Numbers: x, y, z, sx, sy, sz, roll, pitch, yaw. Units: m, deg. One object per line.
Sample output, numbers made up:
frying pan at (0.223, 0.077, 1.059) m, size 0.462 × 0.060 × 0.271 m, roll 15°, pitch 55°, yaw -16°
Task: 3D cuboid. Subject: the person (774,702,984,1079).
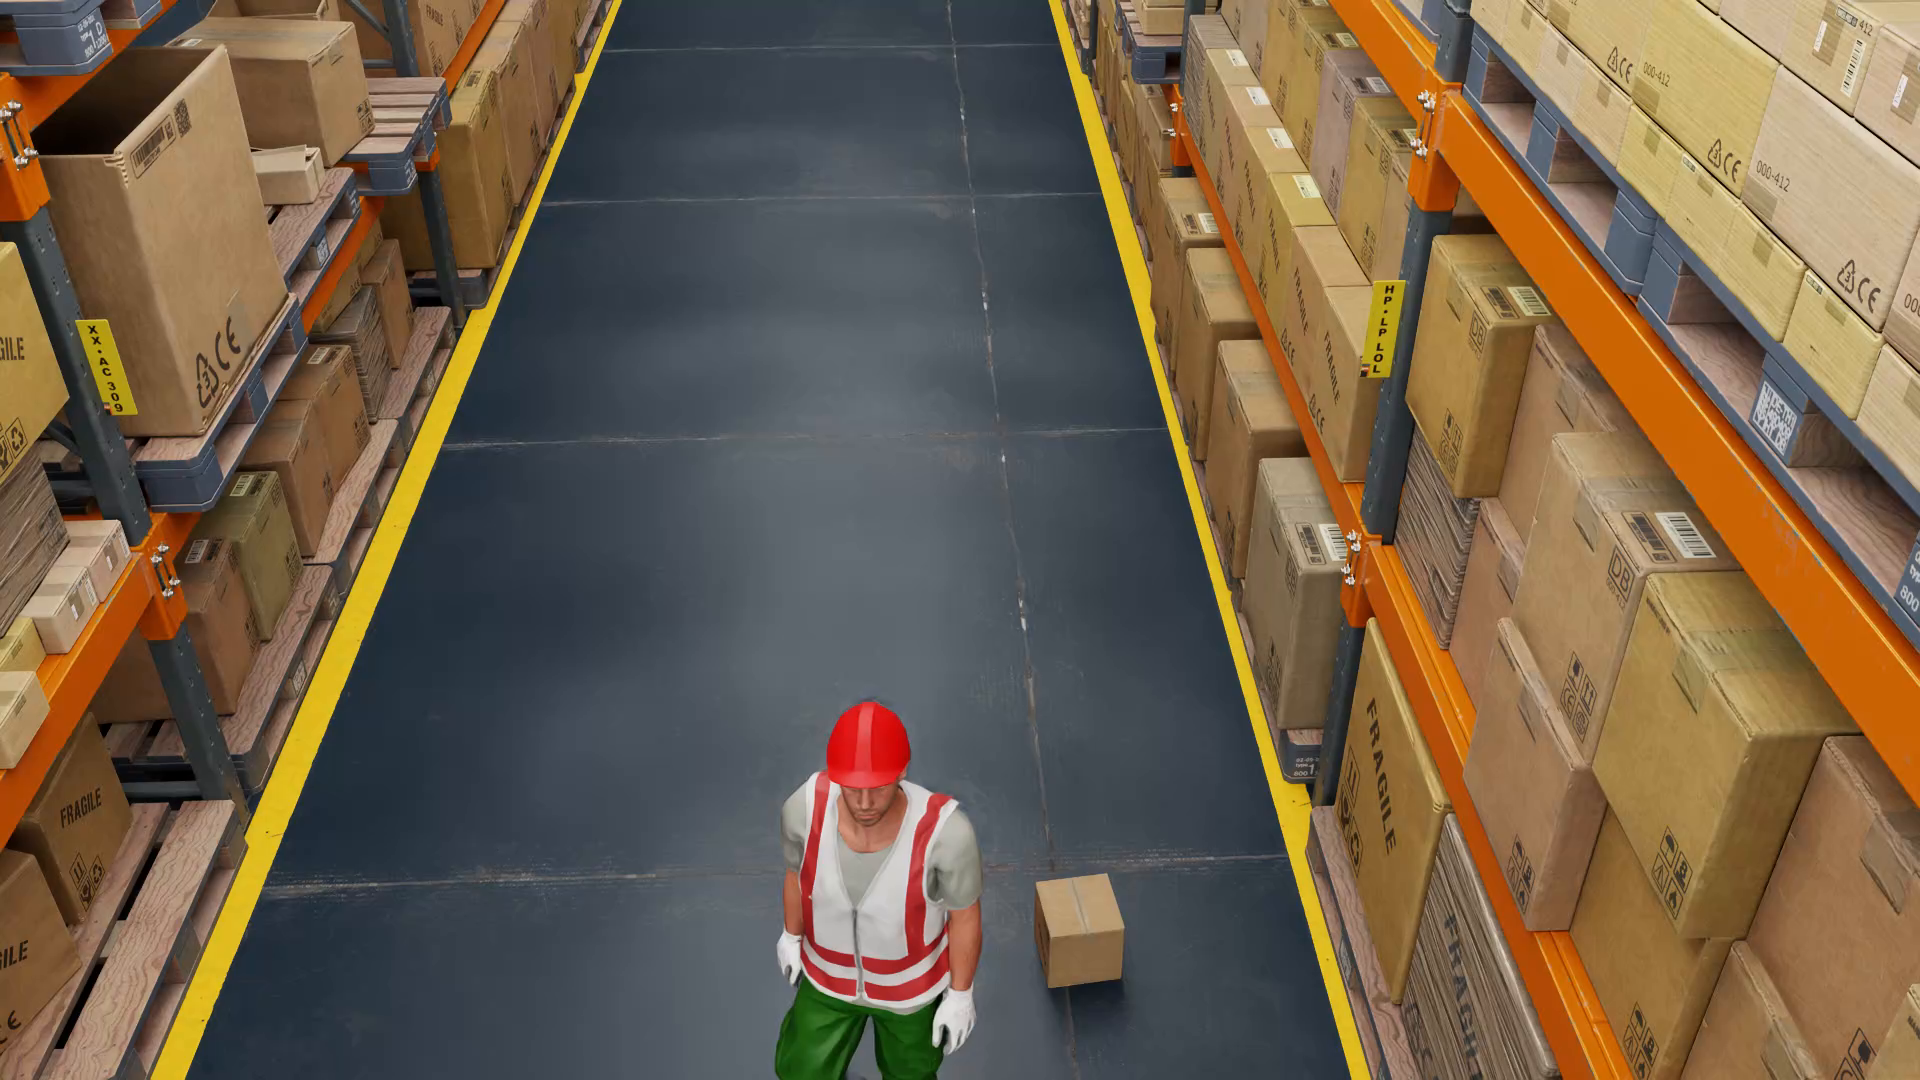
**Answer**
person at (-0.239, 1.191, 4.408) m, size 0.586 × 1.833 × 0.478 m, roll 7°, pitch 35°, yaw 9°
